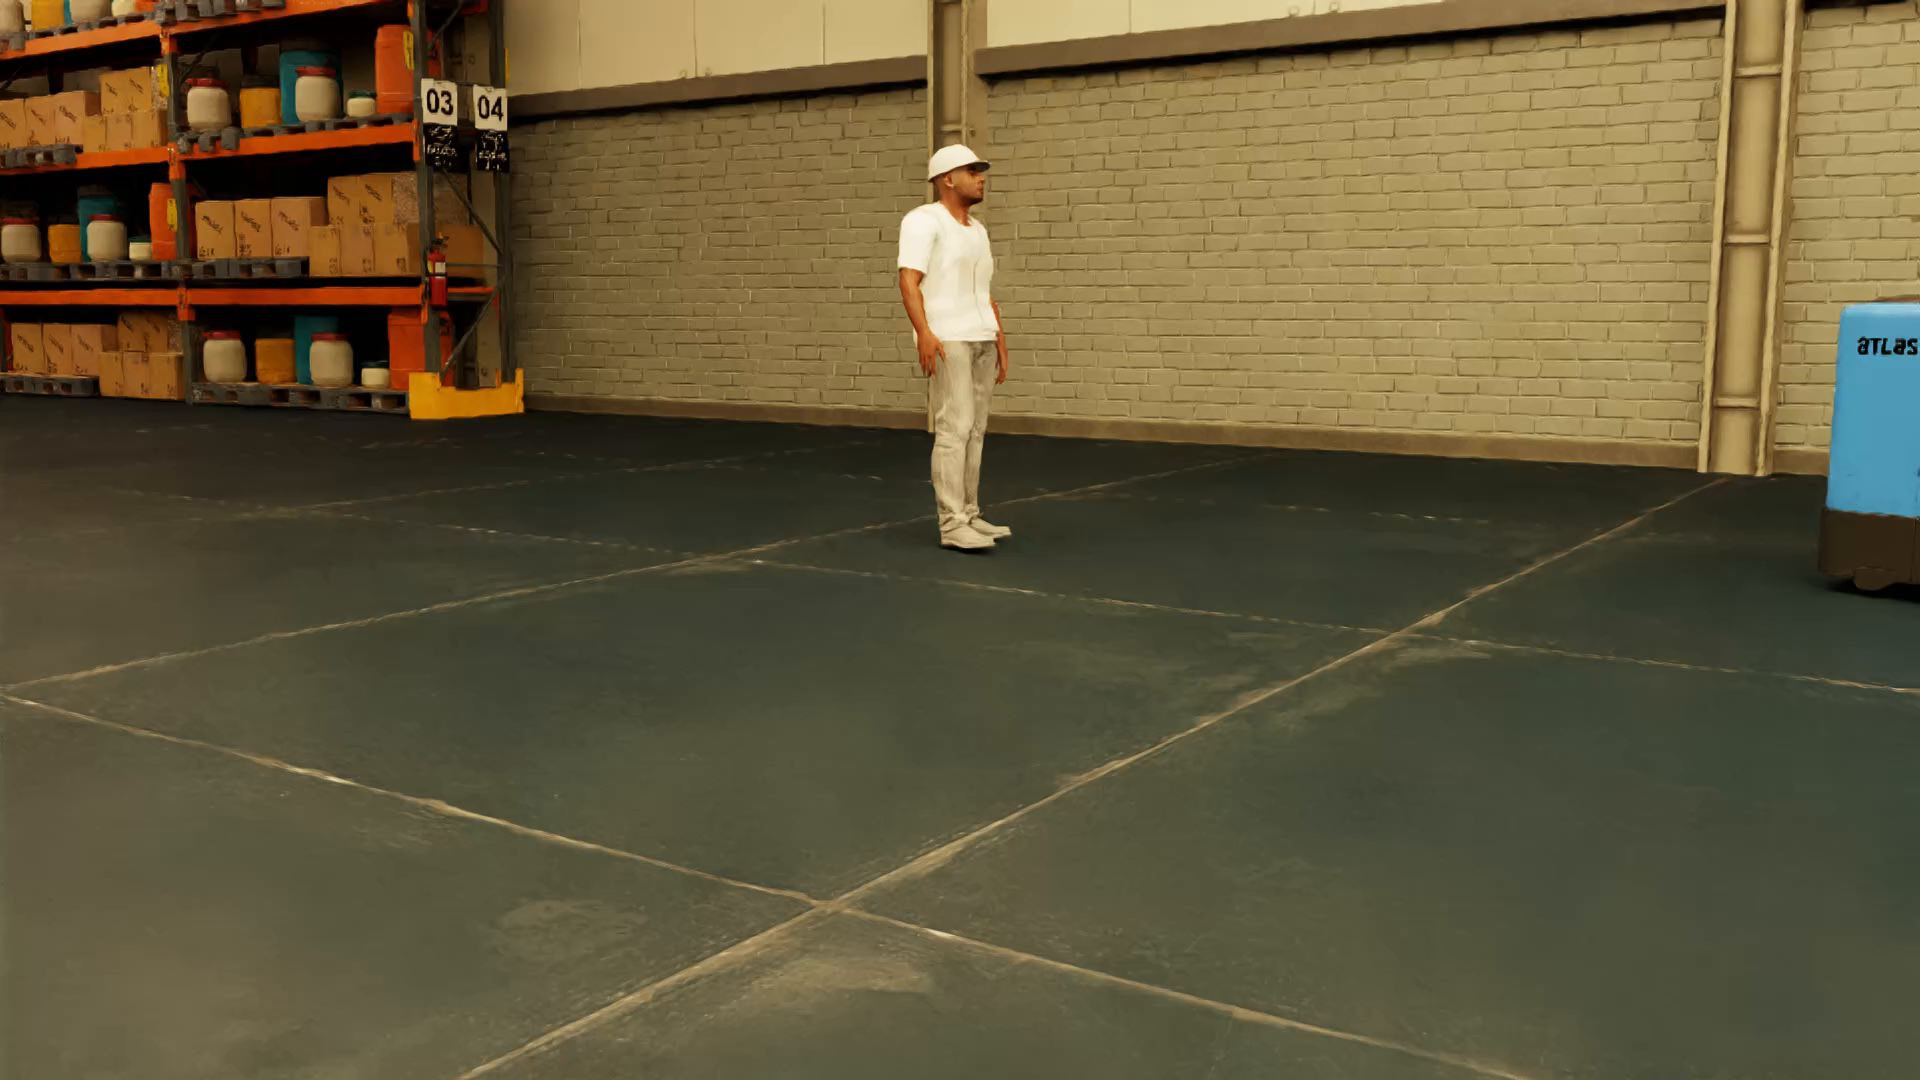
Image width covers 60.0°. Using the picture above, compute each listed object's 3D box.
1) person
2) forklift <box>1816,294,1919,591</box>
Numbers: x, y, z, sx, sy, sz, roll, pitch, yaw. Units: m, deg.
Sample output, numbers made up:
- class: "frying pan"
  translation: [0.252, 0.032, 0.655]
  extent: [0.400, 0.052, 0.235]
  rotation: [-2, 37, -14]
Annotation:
- class: "person"
  translation: [0.055, -0.875, 7.435]
  extent: [0.576, 1.766, 0.665]
  rotation: [5, 10, 34]
- class: "forklift"
  translation: [4.511, -1.136, 5.182]
  extent: [1.130, 2.935, 3.031]
  rotation: [-6, 10, -36]
